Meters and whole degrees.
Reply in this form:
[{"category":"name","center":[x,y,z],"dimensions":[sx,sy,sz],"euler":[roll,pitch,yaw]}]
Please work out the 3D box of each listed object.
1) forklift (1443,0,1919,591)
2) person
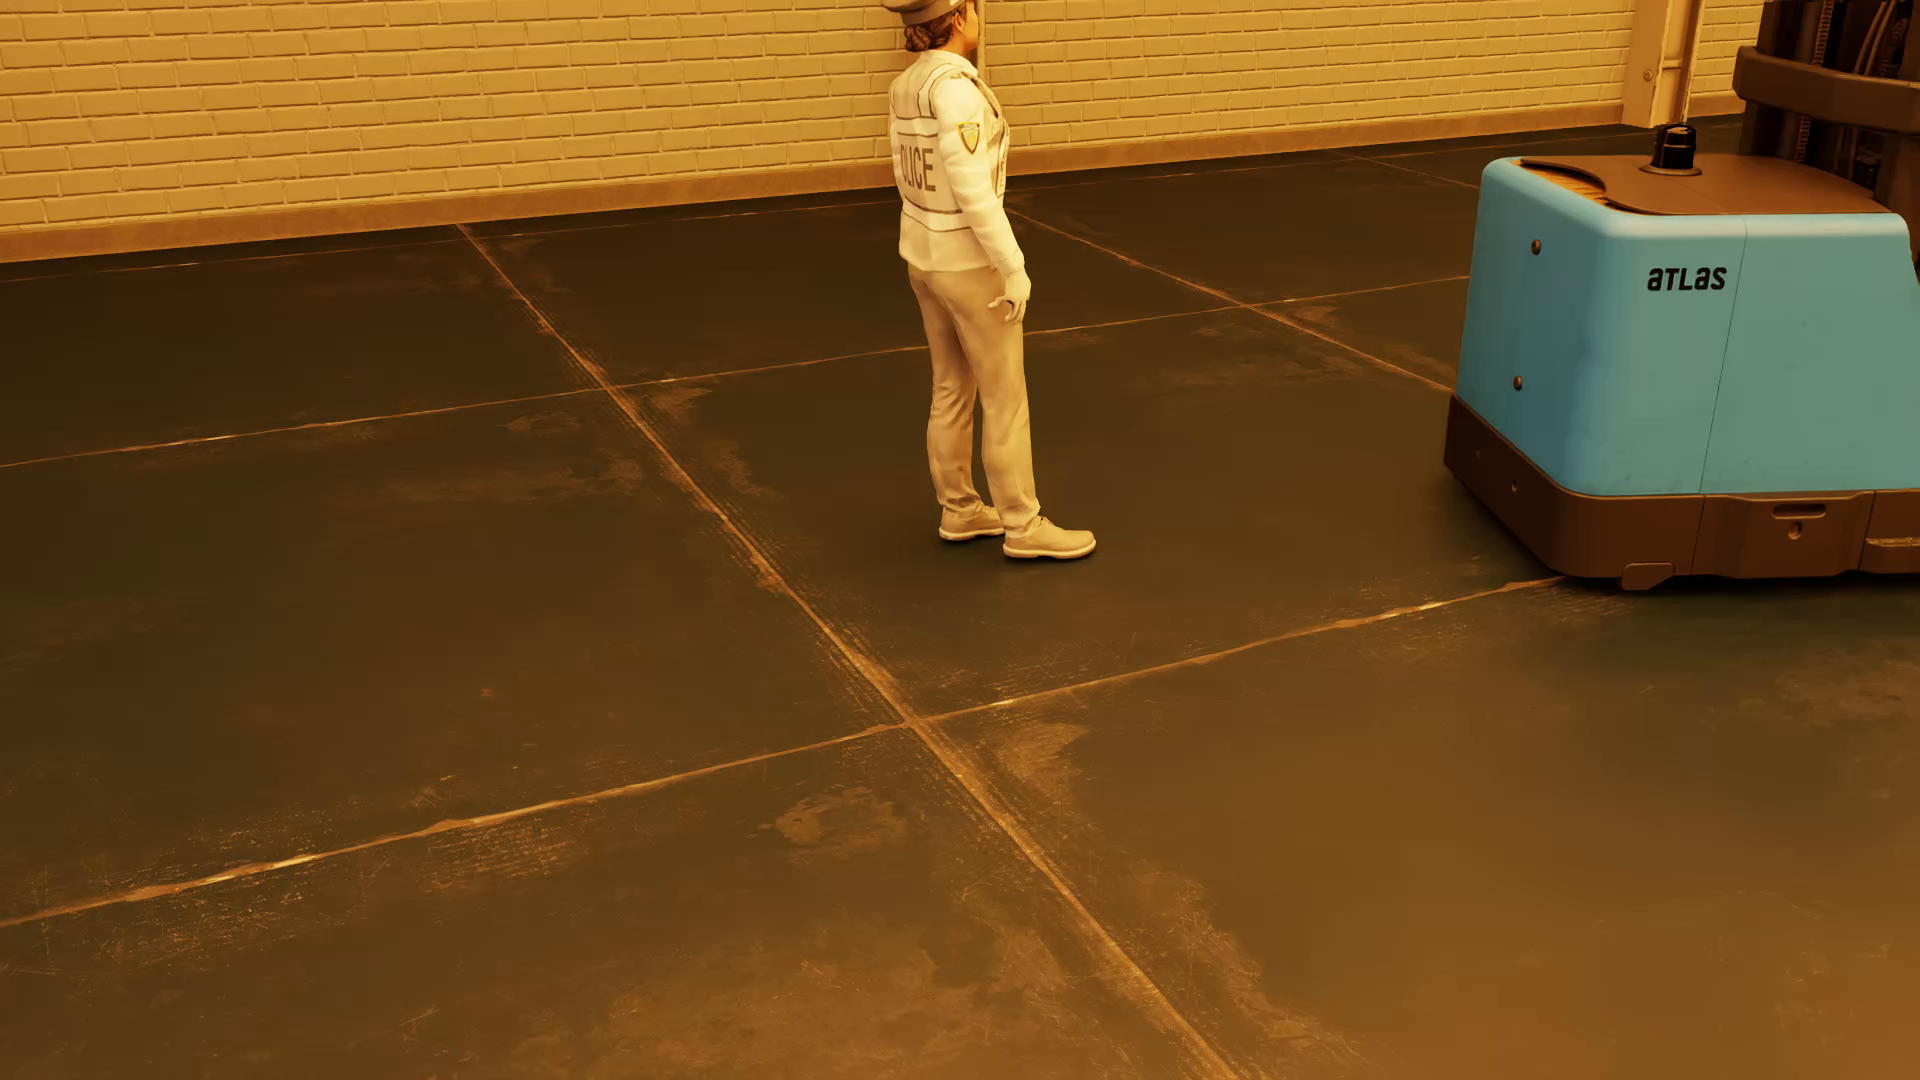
[{"category":"forklift","center":[3.151,-1.418,4.700],"dimensions":[3.031,2.935,1.130],"euler":[-2,23,-4]},{"category":"person","center":[0.063,-0.798,4.800],"dimensions":[0.533,1.696,0.588],"euler":[-10,25,-23]}]
